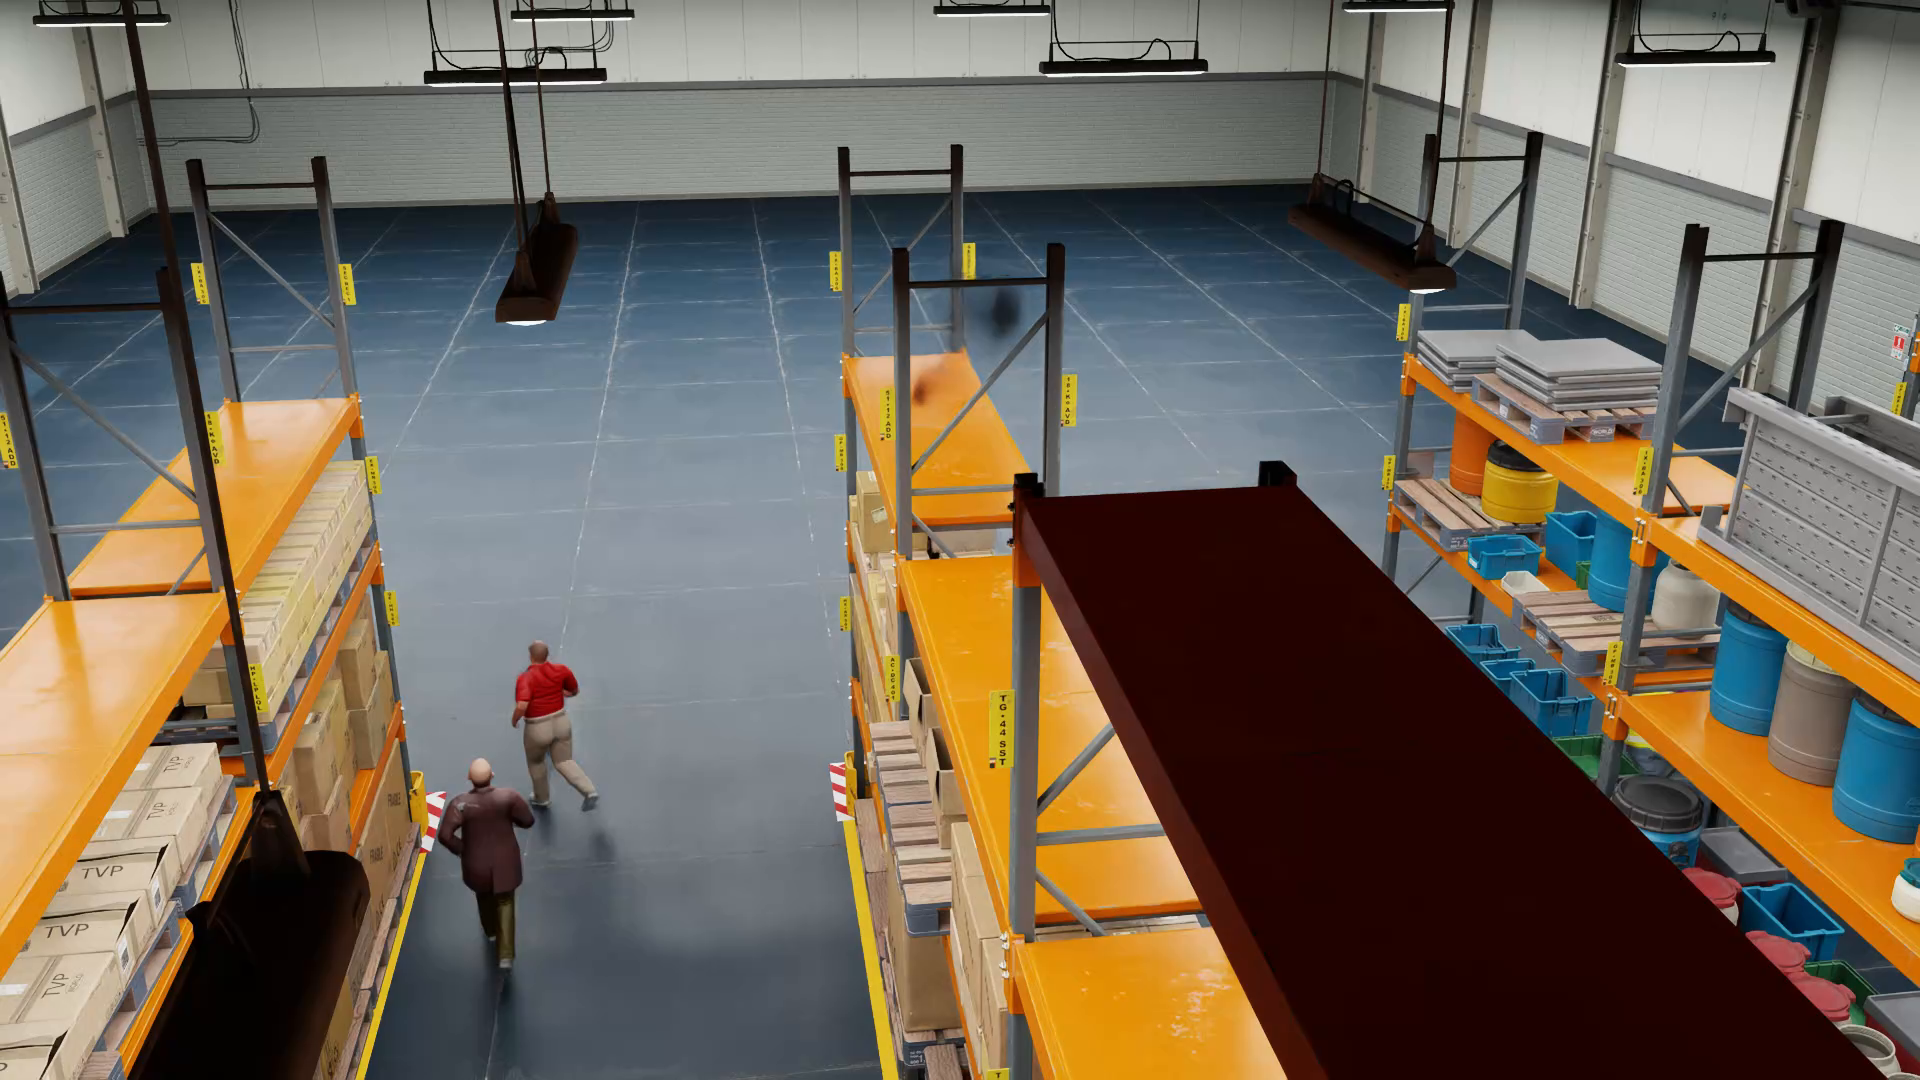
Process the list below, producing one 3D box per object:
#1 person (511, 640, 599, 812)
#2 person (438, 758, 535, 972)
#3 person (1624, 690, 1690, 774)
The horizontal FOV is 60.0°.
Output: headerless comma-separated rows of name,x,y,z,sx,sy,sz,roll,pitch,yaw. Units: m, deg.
person,-3.697,1.730,14.975,0.673,1.737,0.932,-17,27,-37
person,-3.629,2.478,12.886,0.711,1.771,1.034,-6,22,-14
person,6.088,1.879,14.684,0.746,1.715,1.060,-3,22,-7
